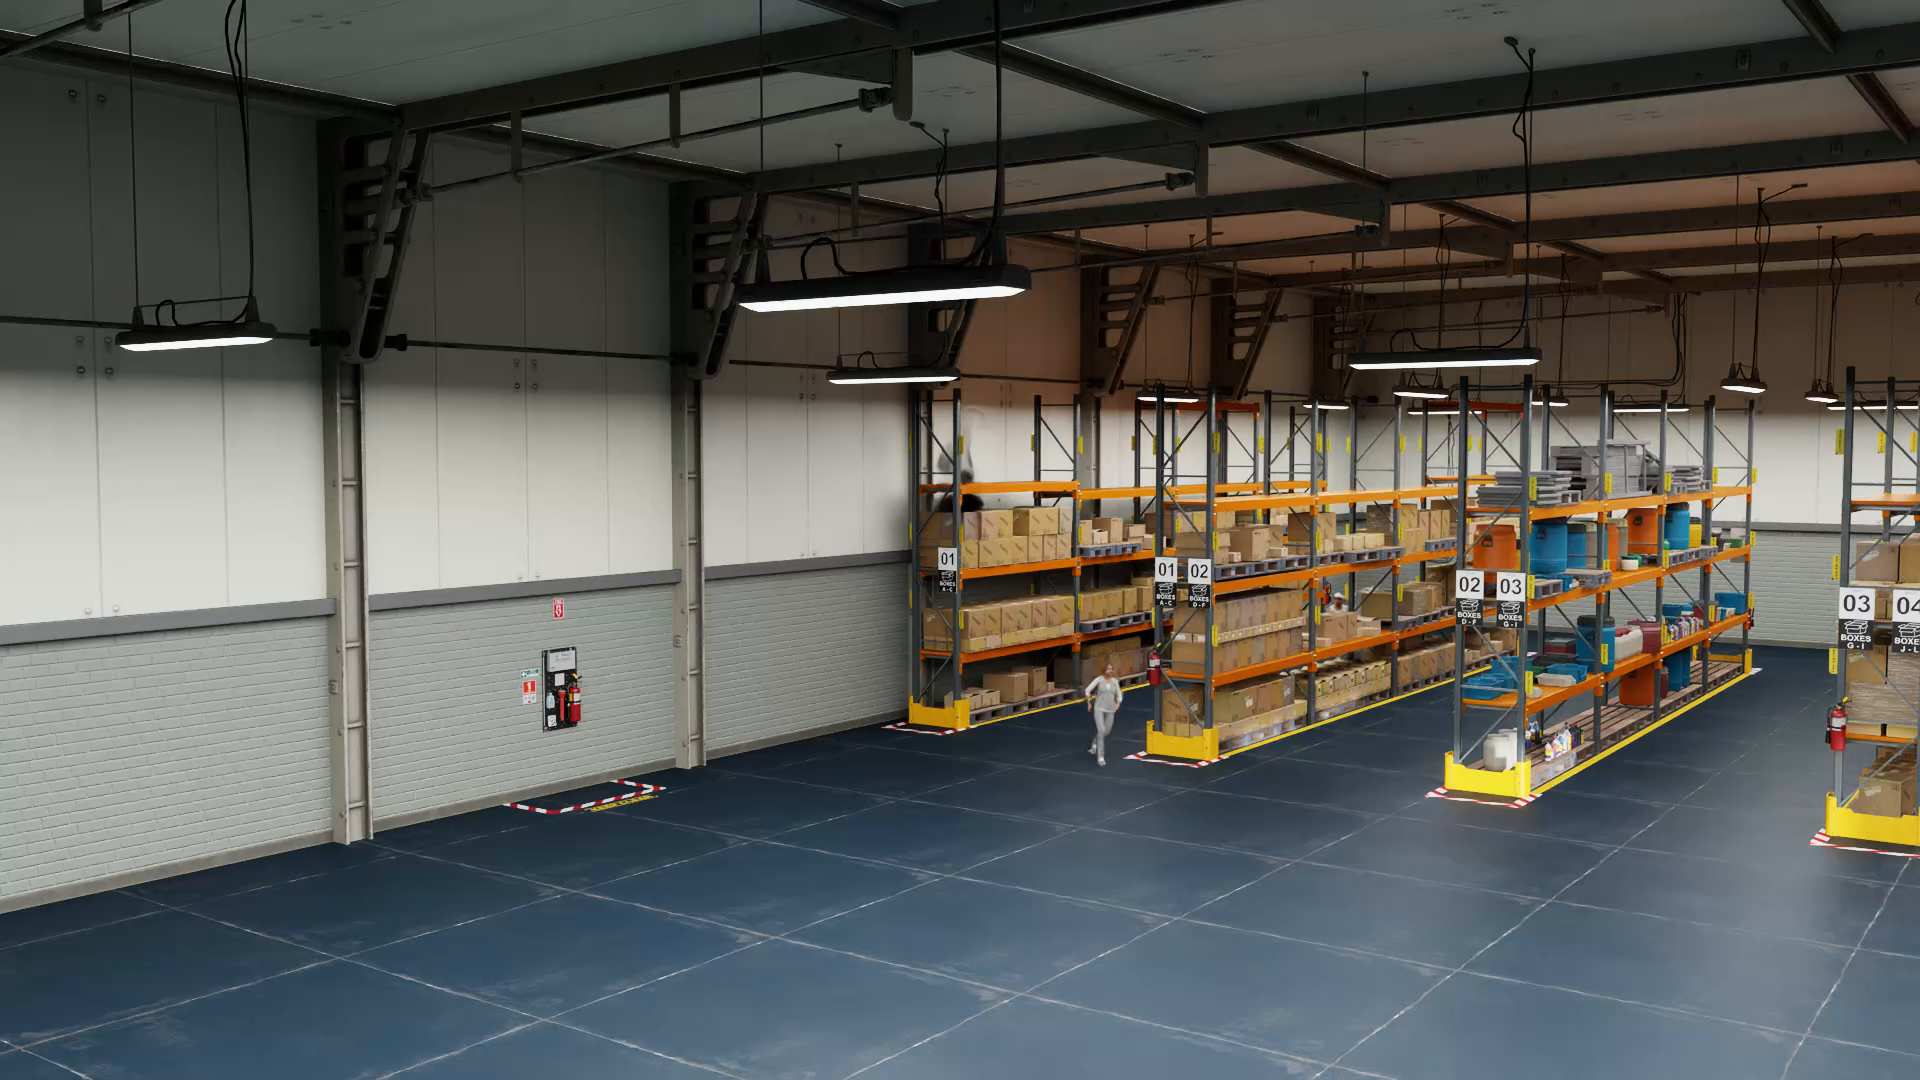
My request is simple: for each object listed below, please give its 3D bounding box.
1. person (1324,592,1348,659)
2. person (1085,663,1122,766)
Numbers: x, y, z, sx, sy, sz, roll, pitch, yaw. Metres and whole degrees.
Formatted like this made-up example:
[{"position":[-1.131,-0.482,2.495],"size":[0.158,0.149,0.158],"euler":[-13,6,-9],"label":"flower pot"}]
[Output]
[{"position":[8.179,2.040,35.924],"size":[0.652,1.824,0.886],"euler":[2,4,26],"label":"person"},{"position":[2.291,2.732,26.328],"size":[0.584,1.577,0.688],"euler":[-1,3,-11],"label":"person"}]
